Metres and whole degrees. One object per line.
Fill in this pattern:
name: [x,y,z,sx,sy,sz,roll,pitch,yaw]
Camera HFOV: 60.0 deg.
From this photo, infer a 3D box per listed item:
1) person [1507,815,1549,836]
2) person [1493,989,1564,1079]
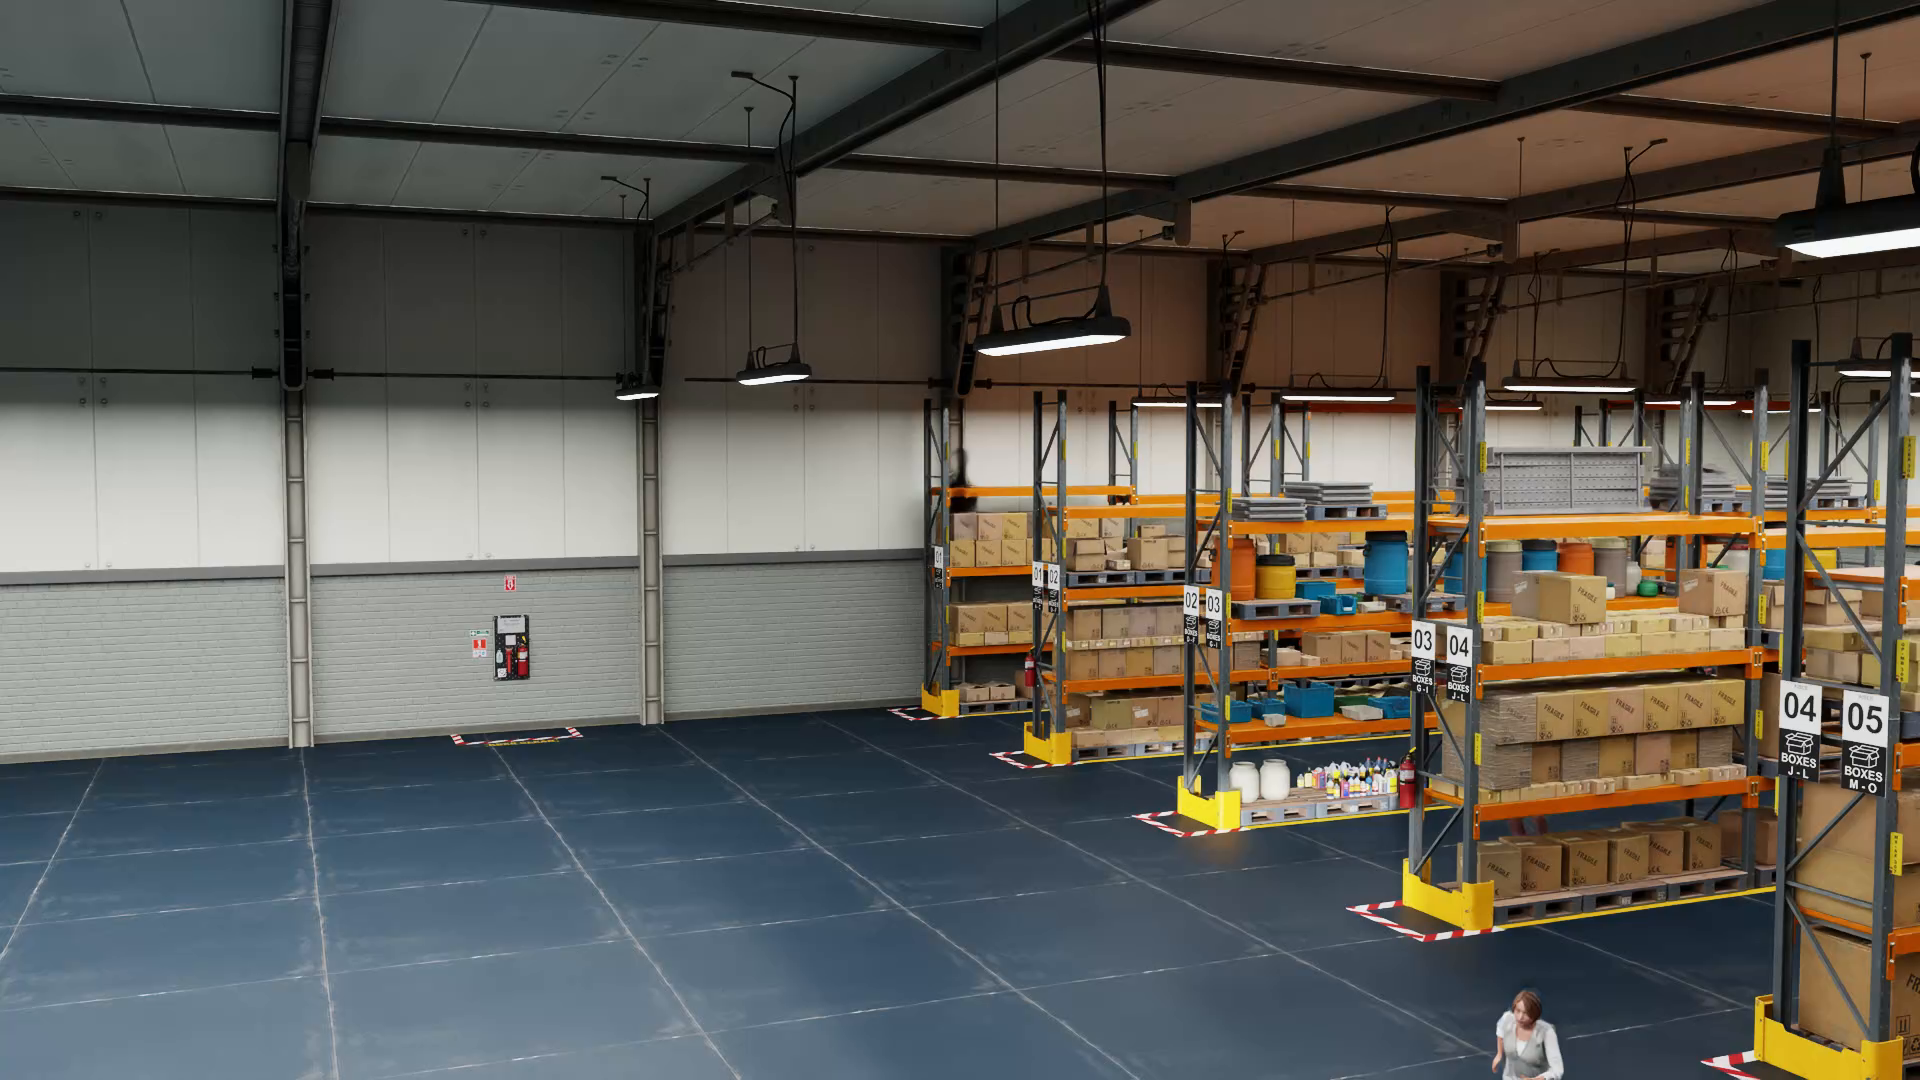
person: [7.122,3.107,20.742,0.688,1.688,0.531,-2,4,-30]
person: [3.886,3.749,11.388,0.527,1.465,0.898,2,4,30]
